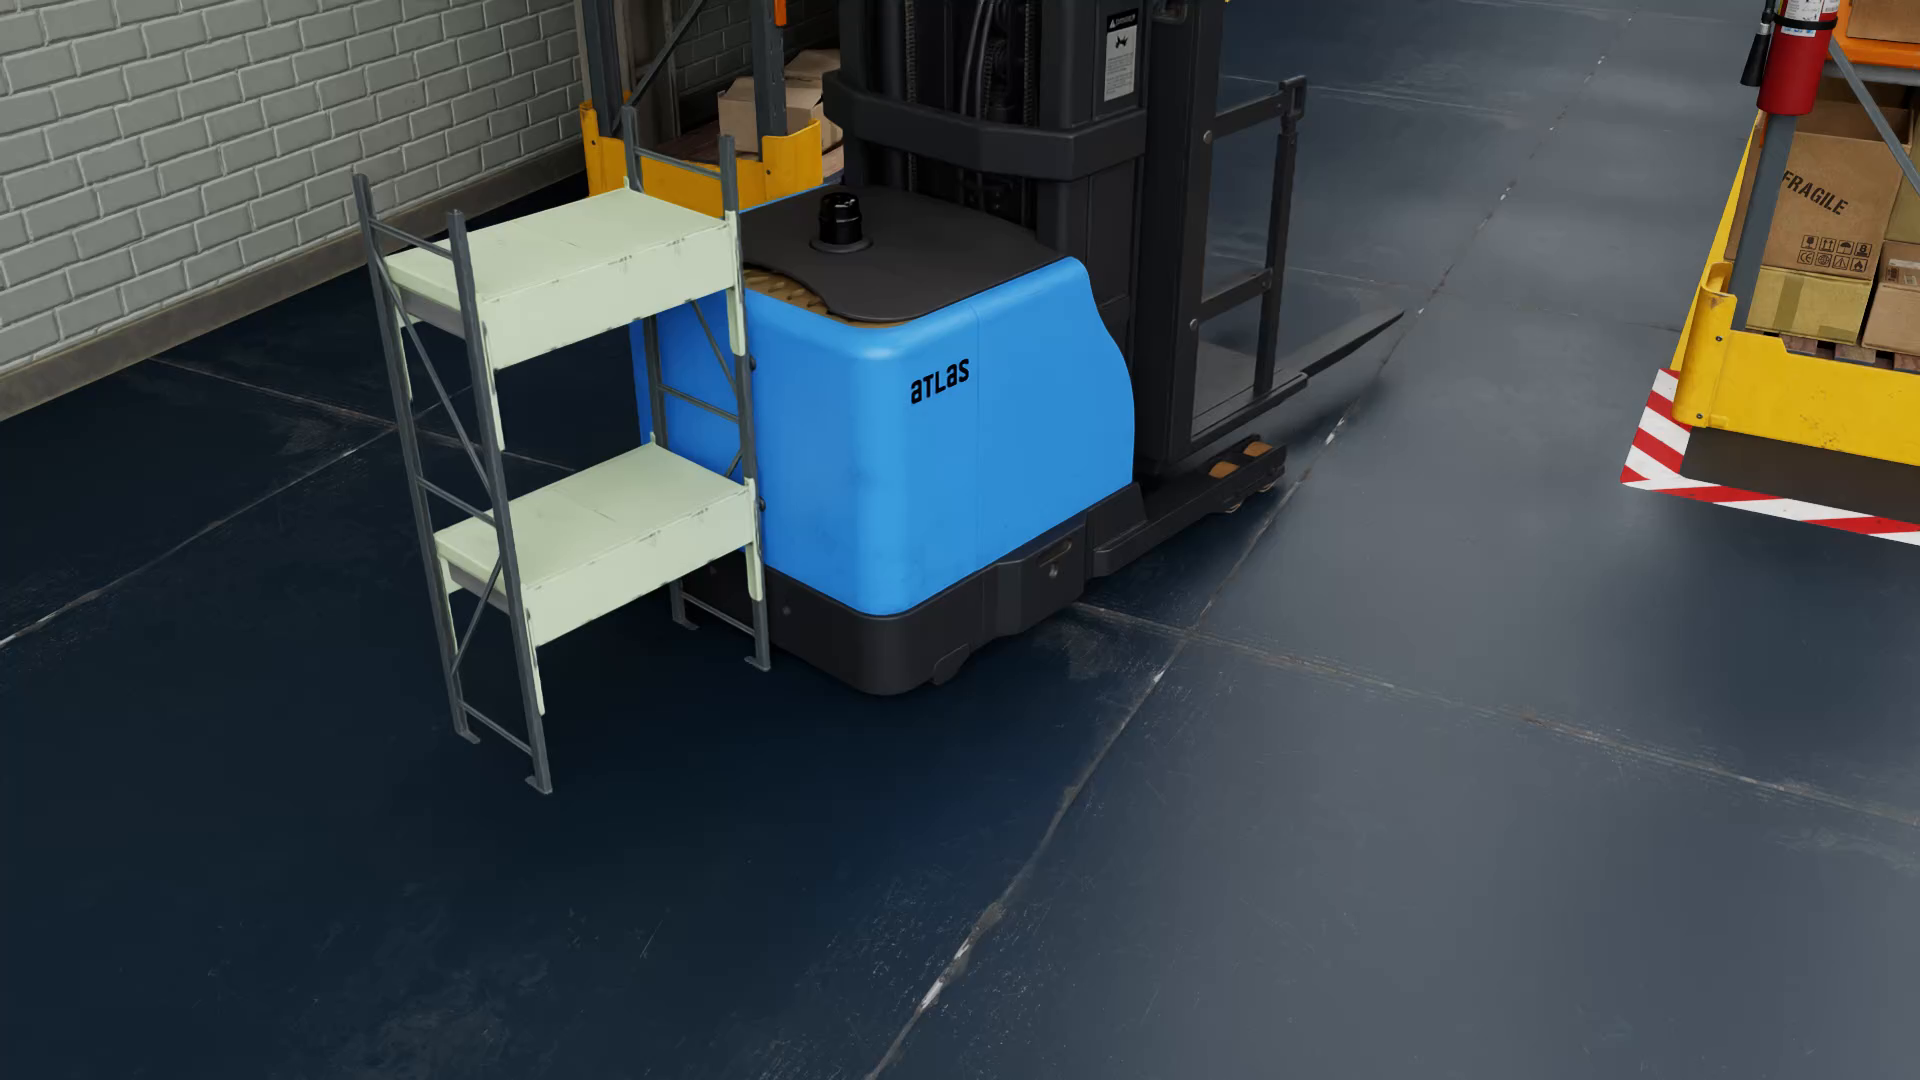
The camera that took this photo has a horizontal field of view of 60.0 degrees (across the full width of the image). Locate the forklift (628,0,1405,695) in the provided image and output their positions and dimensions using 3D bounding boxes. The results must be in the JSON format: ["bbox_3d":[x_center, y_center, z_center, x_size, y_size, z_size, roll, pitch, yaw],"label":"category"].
[{"bbox_3d":[0.434,-1.510,4.936,1.130,2.935,3.031,24,38,36],"label":"forklift"}]

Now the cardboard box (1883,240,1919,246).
[{"bbox_3d":[3.833,-1.084,6.465,0.500,0.250,0.500,14,33,23],"label":"cardboard box"}]

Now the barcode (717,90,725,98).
[{"bbox_3d":[-1.198,-2.221,8.354,0.001,0.075,0.075,14,33,23],"label":"barcode"}]

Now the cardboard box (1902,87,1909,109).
[{"bbox_3d":[4.294,-1.851,7.048,0.500,0.500,0.500,14,33,23],"label":"cardboard box"}]

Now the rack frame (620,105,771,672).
[{"bbox_3d":[-0.681,-0.354,4.360,0.400,1.500,0.023,24,38,36],"label":"rack frame"}]

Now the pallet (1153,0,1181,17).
[{"bbox_3d":[0.930,-3.716,11.509,1.003,0.211,1.213,14,33,23],"label":"pallet"}]

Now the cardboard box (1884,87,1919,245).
[{"bbox_3d":[3.835,-1.409,6.278,0.500,0.500,0.500,14,33,23],"label":"cardboard box"}]

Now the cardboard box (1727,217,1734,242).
[{"bbox_3d":[3.365,-1.203,6.673,0.500,0.250,0.500,14,33,23],"label":"cardboard box"}]

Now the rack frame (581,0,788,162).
[{"bbox_3d":[-1.245,-2.807,7.125,1.000,3.000,0.127,14,33,23],"label":"rack frame"}]

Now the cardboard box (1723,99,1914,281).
[{"bbox_3d":[3.146,-1.305,6.096,0.500,0.500,0.500,14,33,23],"label":"cardboard box"}]

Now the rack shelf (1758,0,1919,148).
[{"bbox_3d":[4.077,-2.259,6.895,1.077,0.370,4.000,14,33,23],"label":"rack shelf"}]

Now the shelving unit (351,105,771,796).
[{"bbox_3d":[-0.927,-0.218,4.124,0.431,1.500,0.755,24,38,36],"label":"shelving unit"}]

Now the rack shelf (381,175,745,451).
[{"bbox_3d":[-0.927,-0.557,3.930,0.431,0.370,0.720,24,38,36],"label":"rack shelf"}]

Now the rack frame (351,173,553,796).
[{"bbox_3d":[-1.172,-0.083,3.889,0.400,1.500,0.023,24,38,36],"label":"rack frame"}]

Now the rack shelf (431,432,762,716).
[{"bbox_3d":[-0.927,0.064,4.287,0.431,0.370,0.720,24,38,36],"label":"rack shelf"}]

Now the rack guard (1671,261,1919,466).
[{"bbox_3d":[3.155,-0.590,5.775,1.175,0.500,0.348,14,33,23],"label":"rack guard"}]

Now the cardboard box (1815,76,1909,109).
[{"bbox_3d":[3.588,-1.751,6.874,0.500,0.500,0.500,14,33,23],"label":"cardboard box"}]

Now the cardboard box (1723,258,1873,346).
[{"bbox_3d":[3.147,-0.979,6.282,0.500,0.250,0.500,14,33,23],"label":"cardboard box"}]

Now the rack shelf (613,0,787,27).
[{"bbox_3d":[-0.334,-3.381,8.849,1.077,0.370,4.000,14,33,23],"label":"rack shelf"}]

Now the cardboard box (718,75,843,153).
[{"bbox_3d":[-0.850,-2.118,8.184,0.500,0.311,0.500,11,32,18],"label":"cardboard box"}]

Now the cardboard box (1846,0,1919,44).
[{"bbox_3d":[3.390,-1.932,5.502,0.700,0.500,0.500,14,33,23],"label":"cardboard box"}]

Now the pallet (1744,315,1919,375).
[{"bbox_3d":[3.477,-0.824,6.473,1.003,0.211,1.213,14,33,23],"label":"pallet"}]

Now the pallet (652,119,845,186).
[{"bbox_3d":[-0.809,-1.983,8.492,1.003,0.211,1.213,14,33,23],"label":"pallet"}]

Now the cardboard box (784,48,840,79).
[{"bbox_3d":[-0.590,-2.371,8.624,0.500,0.311,0.500,17,34,27],"label":"cardboard box"}]

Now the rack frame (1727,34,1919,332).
[{"bbox_3d":[3.166,-1.685,5.171,1.000,3.000,0.127,14,33,23],"label":"rack frame"}]

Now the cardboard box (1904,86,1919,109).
[{"bbox_3d":[4.051,-1.633,6.669,0.500,0.500,0.500,14,33,23],"label":"cardboard box"}]

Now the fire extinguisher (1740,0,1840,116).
[{"bbox_3d":[2.699,-1.704,5.283,0.296,0.674,0.183,14,33,23],"label":"fire extinguisher"}]

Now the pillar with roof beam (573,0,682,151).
[{"bbox_3d":[2.136,-4.938,4.813,9.100,9.000,0.400,14,33,23],"label":"pillar with roof beam"}]

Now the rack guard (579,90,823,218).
[{"bbox_3d":[-1.211,-1.756,7.807,1.175,0.500,0.348,14,33,23],"label":"rack guard"}]

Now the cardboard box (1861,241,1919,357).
[{"bbox_3d":[3.609,-0.862,6.078,0.500,0.250,0.500,14,33,23],"label":"cardboard box"}]

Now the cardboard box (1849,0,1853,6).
[{"bbox_3d":[3.625,-2.166,5.909,0.700,0.500,0.500,15,33,25],"label":"cardboard box"}]
